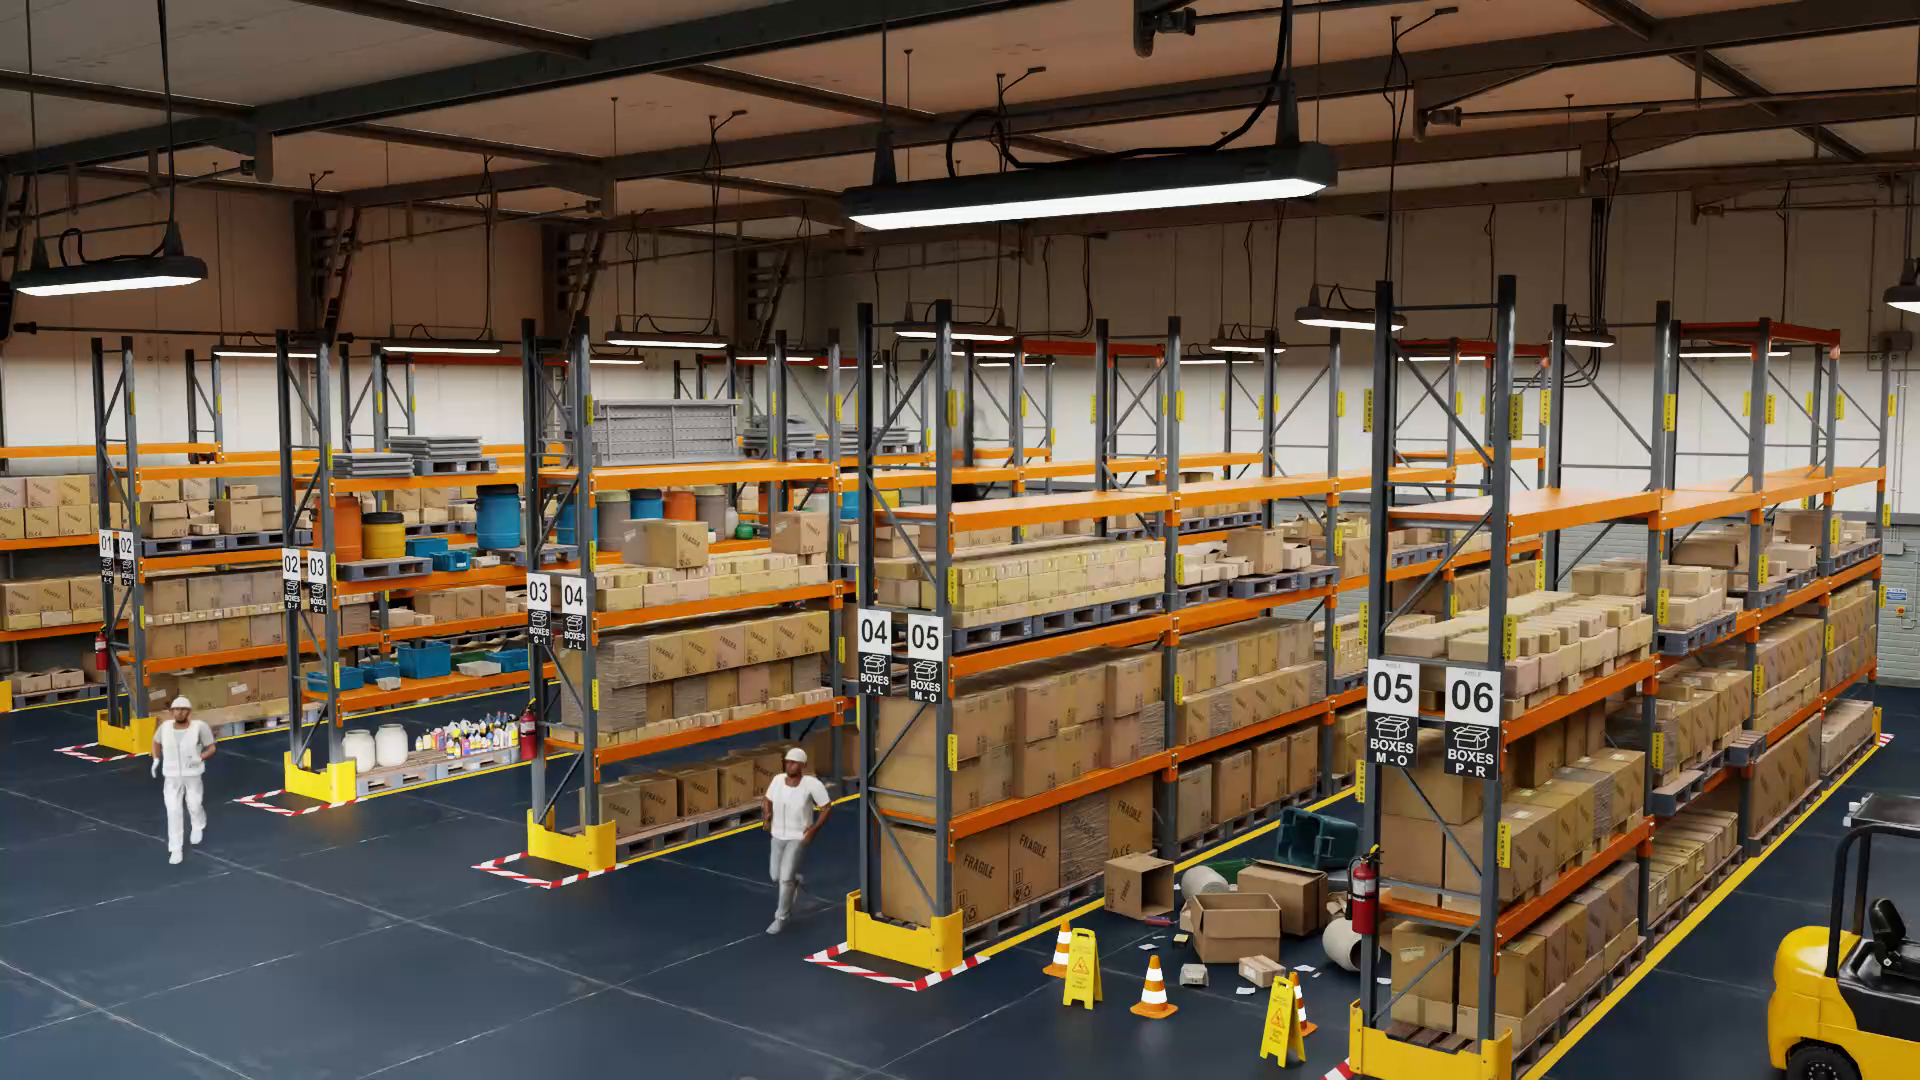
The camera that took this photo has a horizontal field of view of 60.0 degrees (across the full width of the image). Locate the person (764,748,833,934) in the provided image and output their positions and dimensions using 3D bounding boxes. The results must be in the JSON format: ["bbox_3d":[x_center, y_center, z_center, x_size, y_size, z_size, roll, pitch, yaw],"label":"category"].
[{"bbox_3d":[-1.623,2.901,16.245,0.721,1.774,0.778,2,5,24],"label":"person"}]

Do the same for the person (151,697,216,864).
[{"bbox_3d":[-8.693,2.636,18.626,0.696,1.782,0.972,-1,5,-16],"label":"person"}]
